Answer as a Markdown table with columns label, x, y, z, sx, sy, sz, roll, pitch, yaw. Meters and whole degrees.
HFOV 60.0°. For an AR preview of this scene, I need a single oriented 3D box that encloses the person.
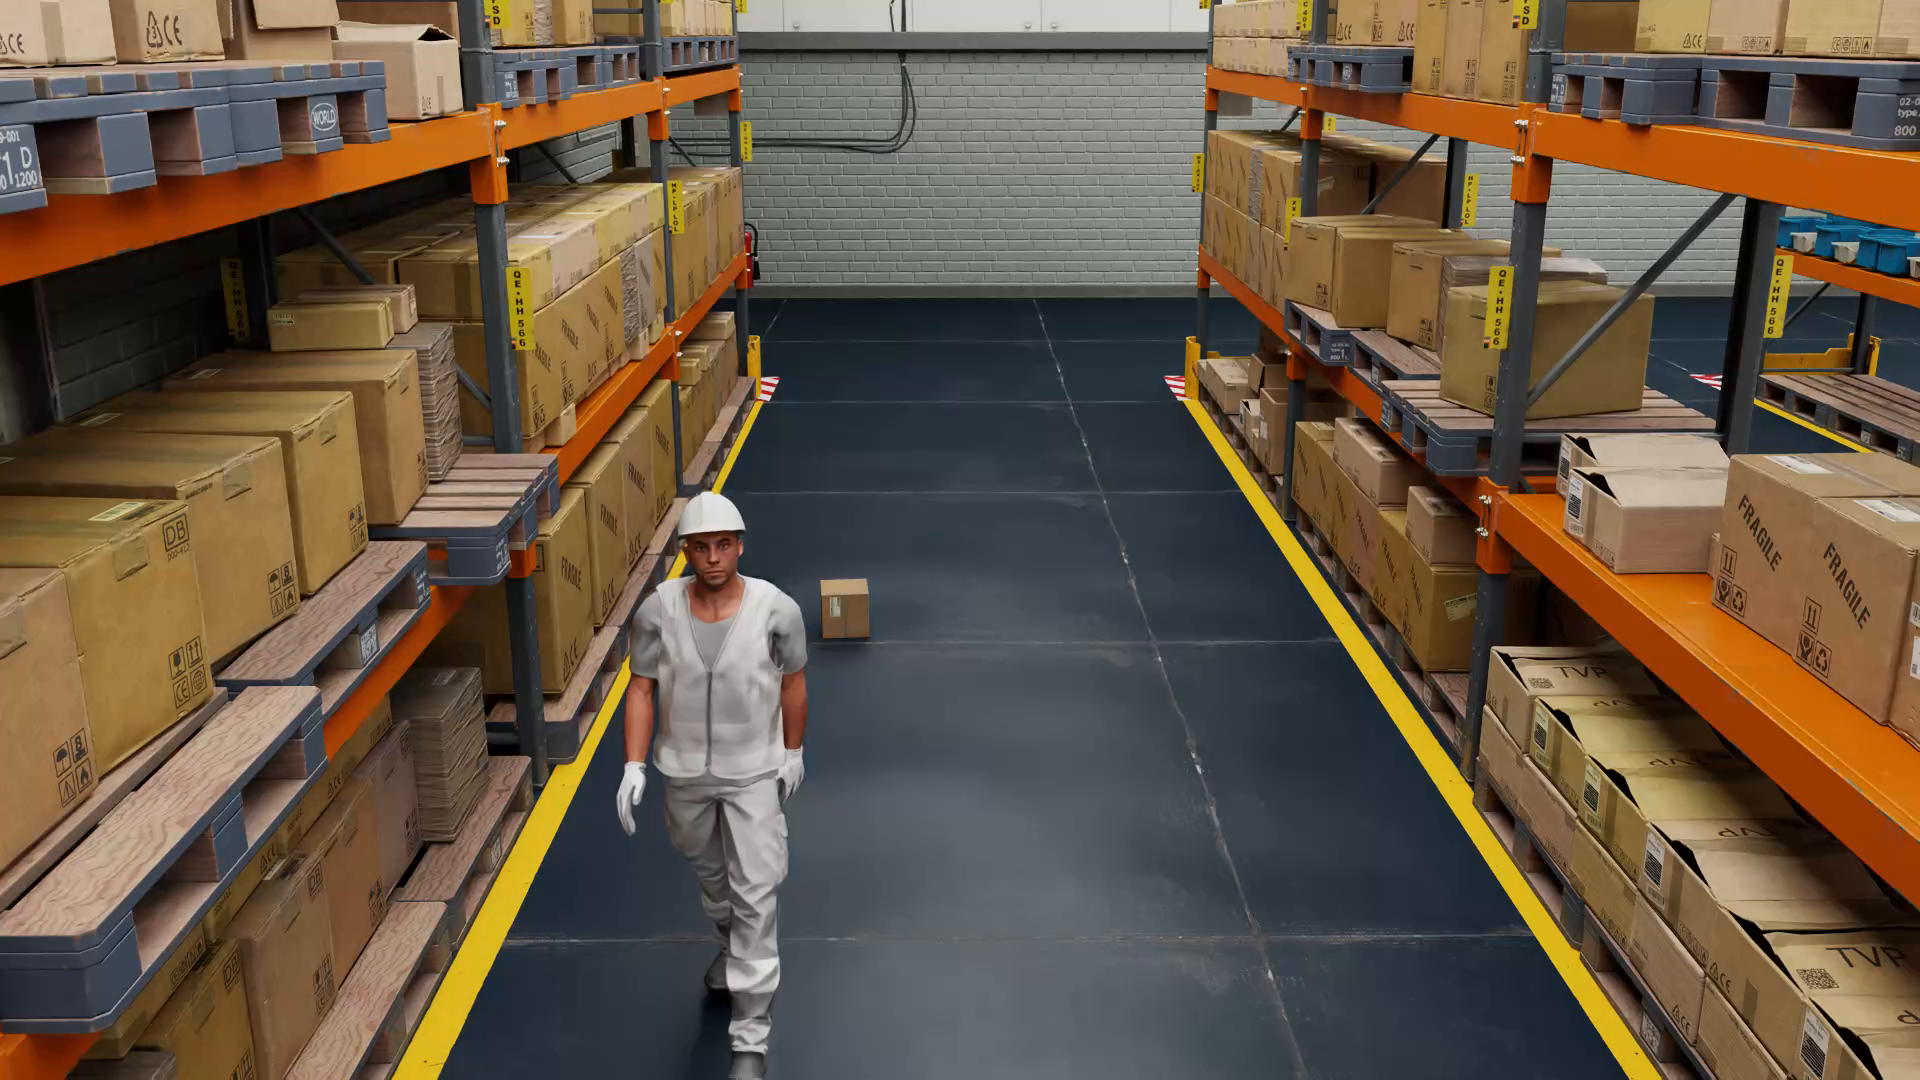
| label | x | y | z | sx | sy | sz | roll | pitch | yaw |
| --- | --- | --- | --- | --- | --- | --- | --- | --- | --- |
| person | -0.758 | 0.730 | 5.044 | 0.539 | 1.738 | 0.962 | 1 | 17 | 4 |
